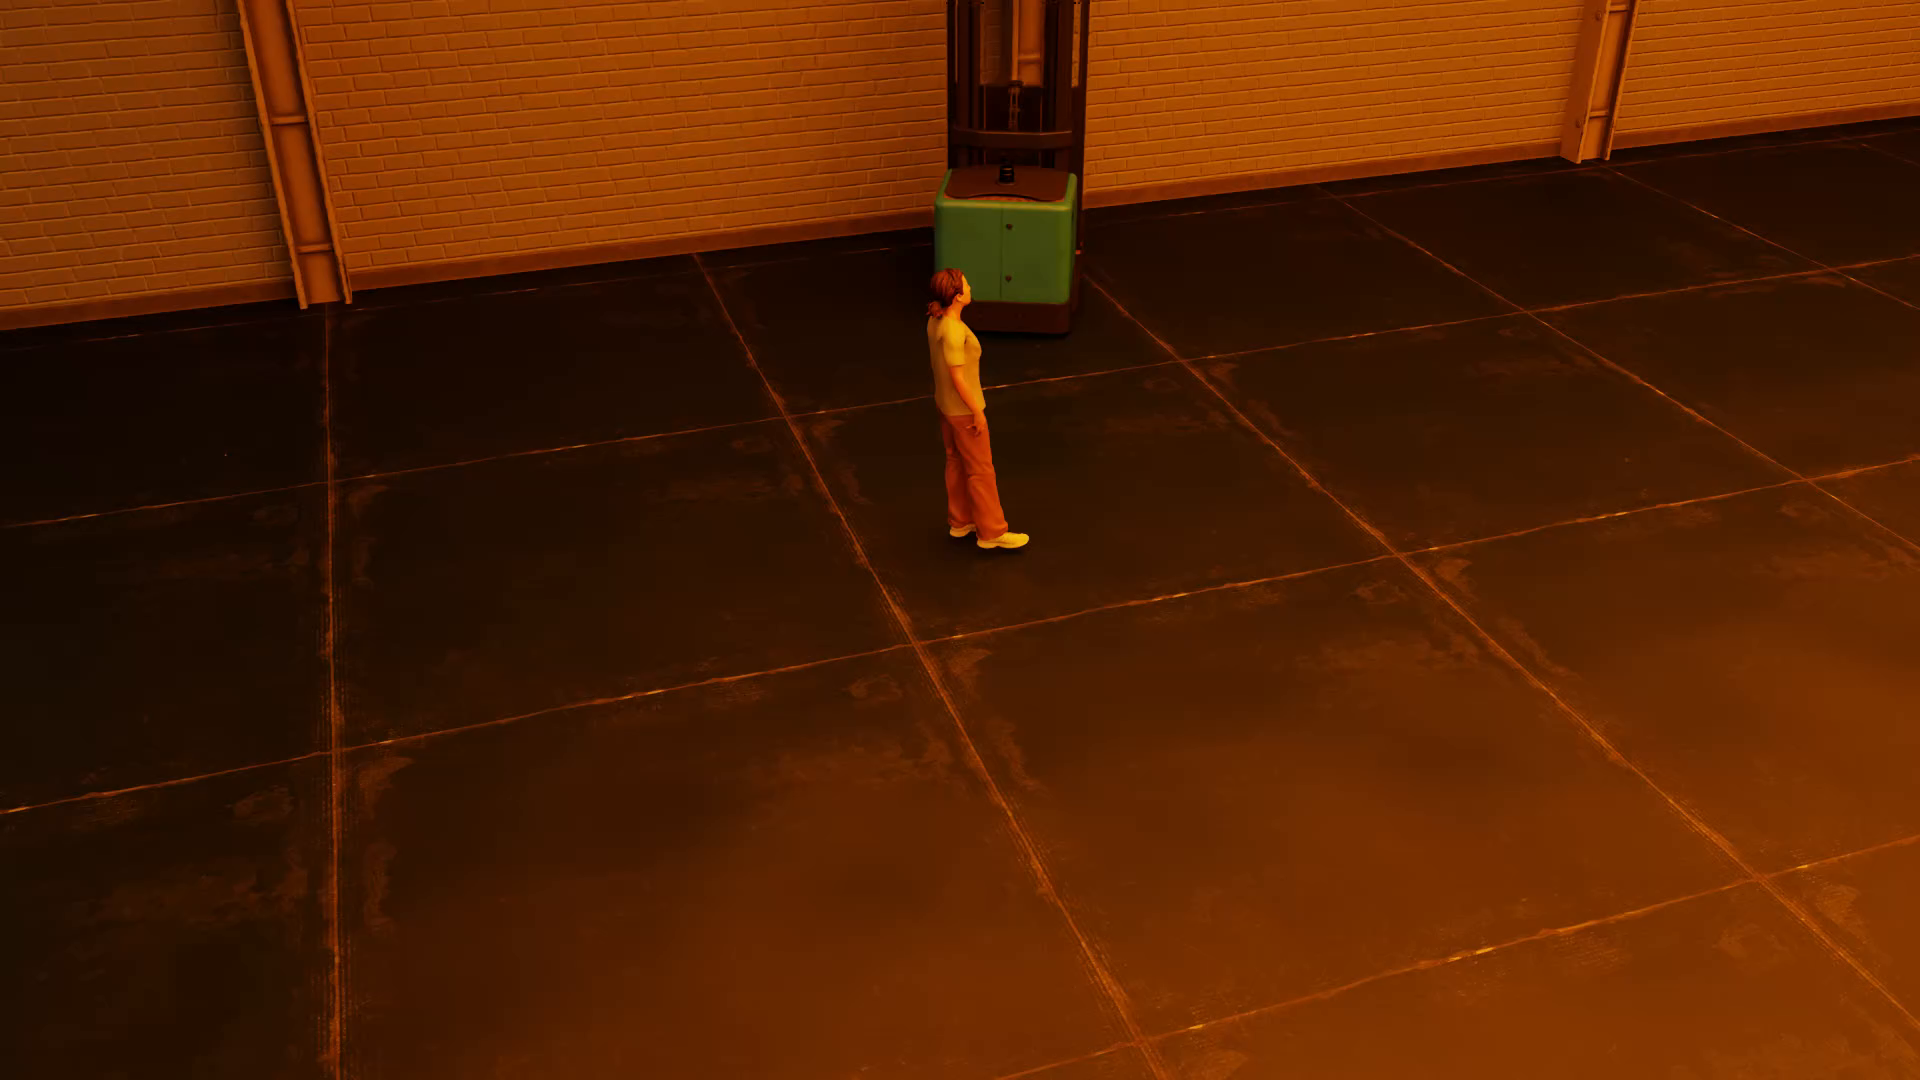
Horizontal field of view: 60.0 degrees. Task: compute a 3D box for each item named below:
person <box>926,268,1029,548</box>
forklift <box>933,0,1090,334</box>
[{"bbox_3d":[0.073,-0.770,9.598,0.548,1.666,0.554,-10,31,-16],"label":"person"},{"bbox_3d":[0.472,-3.542,13.243,1.130,2.935,3.031,3,30,6],"label":"forklift"}]
